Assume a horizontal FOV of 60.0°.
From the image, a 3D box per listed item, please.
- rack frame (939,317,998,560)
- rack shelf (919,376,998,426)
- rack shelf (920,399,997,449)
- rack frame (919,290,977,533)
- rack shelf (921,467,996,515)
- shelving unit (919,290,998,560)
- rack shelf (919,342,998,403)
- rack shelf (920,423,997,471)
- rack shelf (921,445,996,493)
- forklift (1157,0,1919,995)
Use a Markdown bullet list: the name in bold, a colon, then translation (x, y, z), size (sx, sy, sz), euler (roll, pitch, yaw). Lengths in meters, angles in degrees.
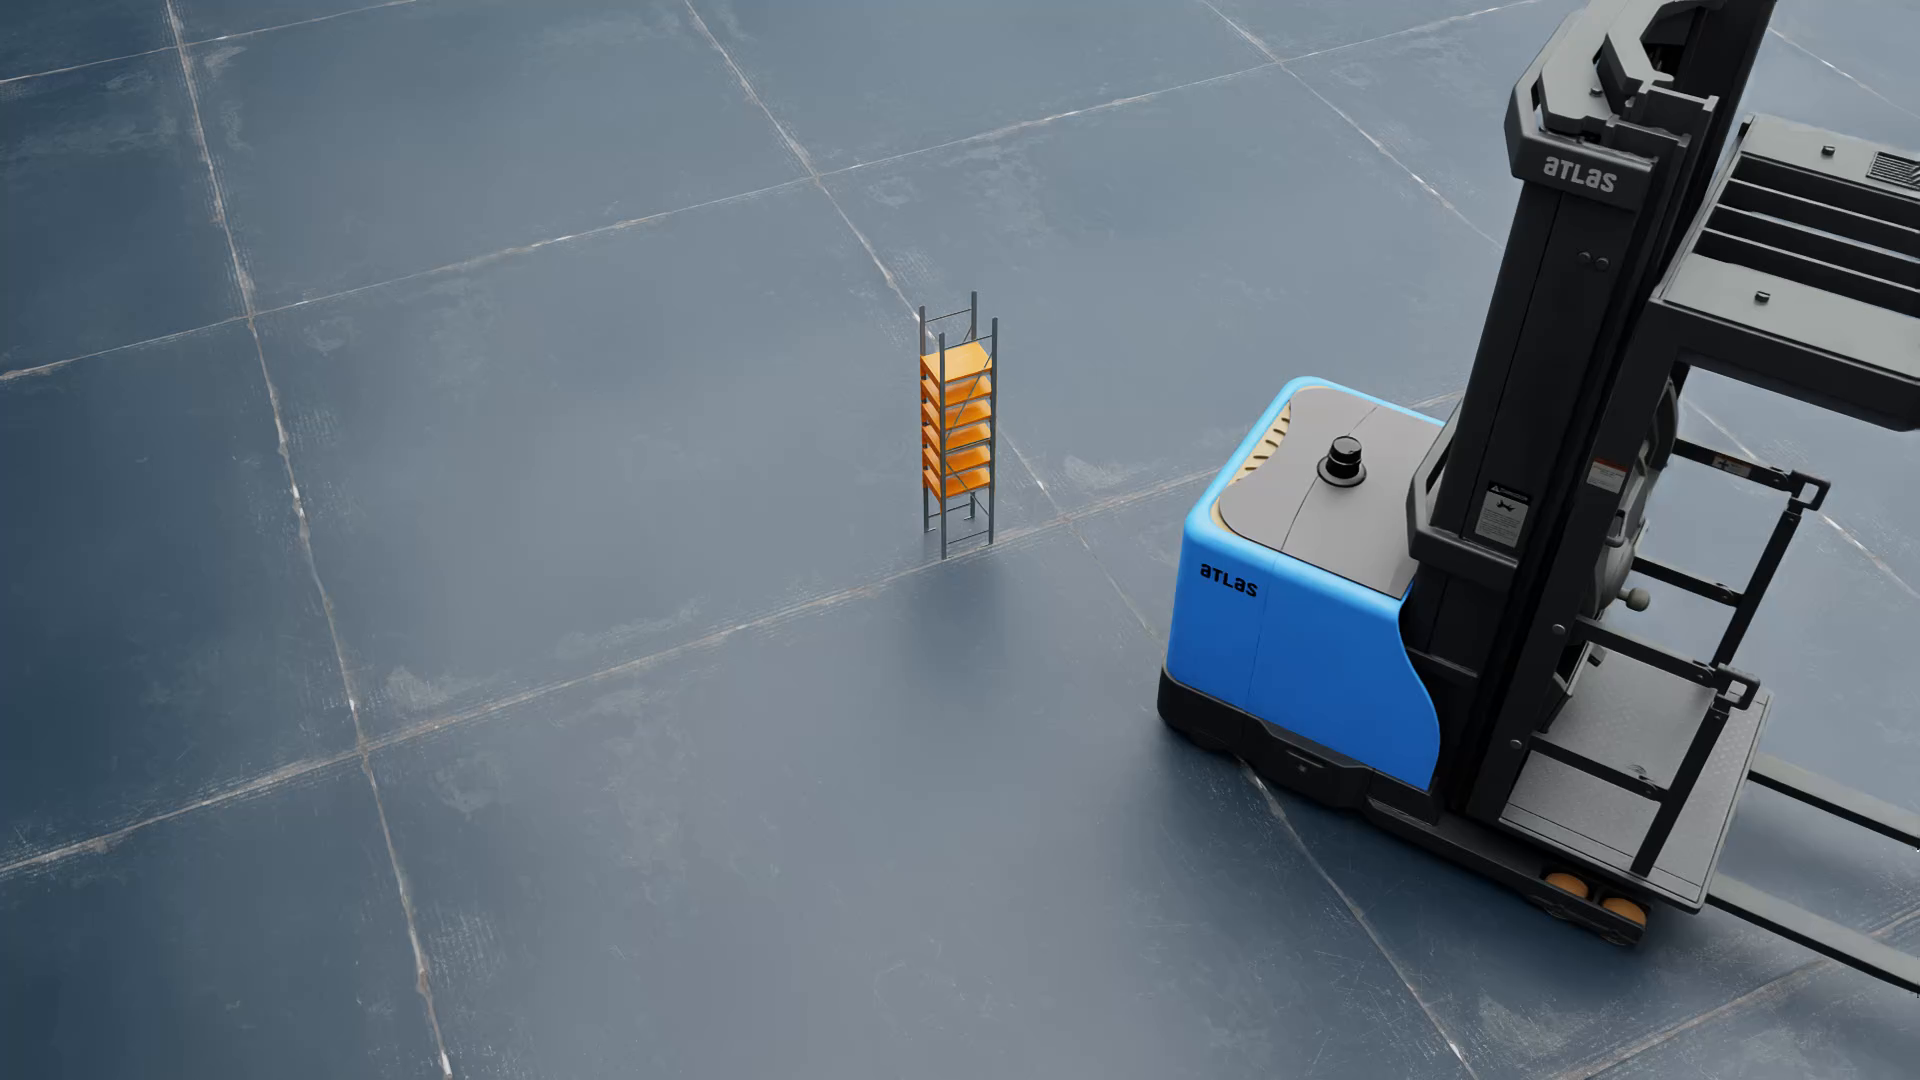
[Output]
- **rack frame**: translation (0.032, -0.378, 6.648), size (0.240, 1.200, 0.006), euler (-18, 47, -17)
- **rack shelf**: translation (-0.006, -0.576, 6.569), size (0.258, 0.103, 0.180), euler (-18, 47, -17)
- **rack shelf**: translation (-0.006, -0.490, 6.654), size (0.258, 0.103, 0.180), euler (-18, 47, -17)
- **rack frame**: translation (-0.045, -0.495, 6.766), size (0.240, 1.200, 0.006), euler (-18, 47, -17)
- **rack shelf**: translation (-0.006, -0.234, 6.907), size (0.258, 0.103, 0.180), euler (-18, 47, -17)
- **shelving unit**: translation (-0.006, -0.436, 6.707), size (0.258, 1.200, 0.189), euler (-18, 47, -17)
- **rack shelf**: translation (-0.006, -0.661, 6.485), size (0.258, 0.103, 0.180), euler (-18, 47, -17)
- **rack shelf**: translation (-0.006, -0.405, 6.738), size (0.258, 0.103, 0.180), euler (-18, 47, -17)
- **rack shelf**: translation (-0.006, -0.319, 6.822), size (0.258, 0.103, 0.180), euler (-18, 47, -17)
- **forklift**: translation (2.279, -0.086, 5.119), size (3.031, 2.935, 1.130), euler (23, 49, 22)
